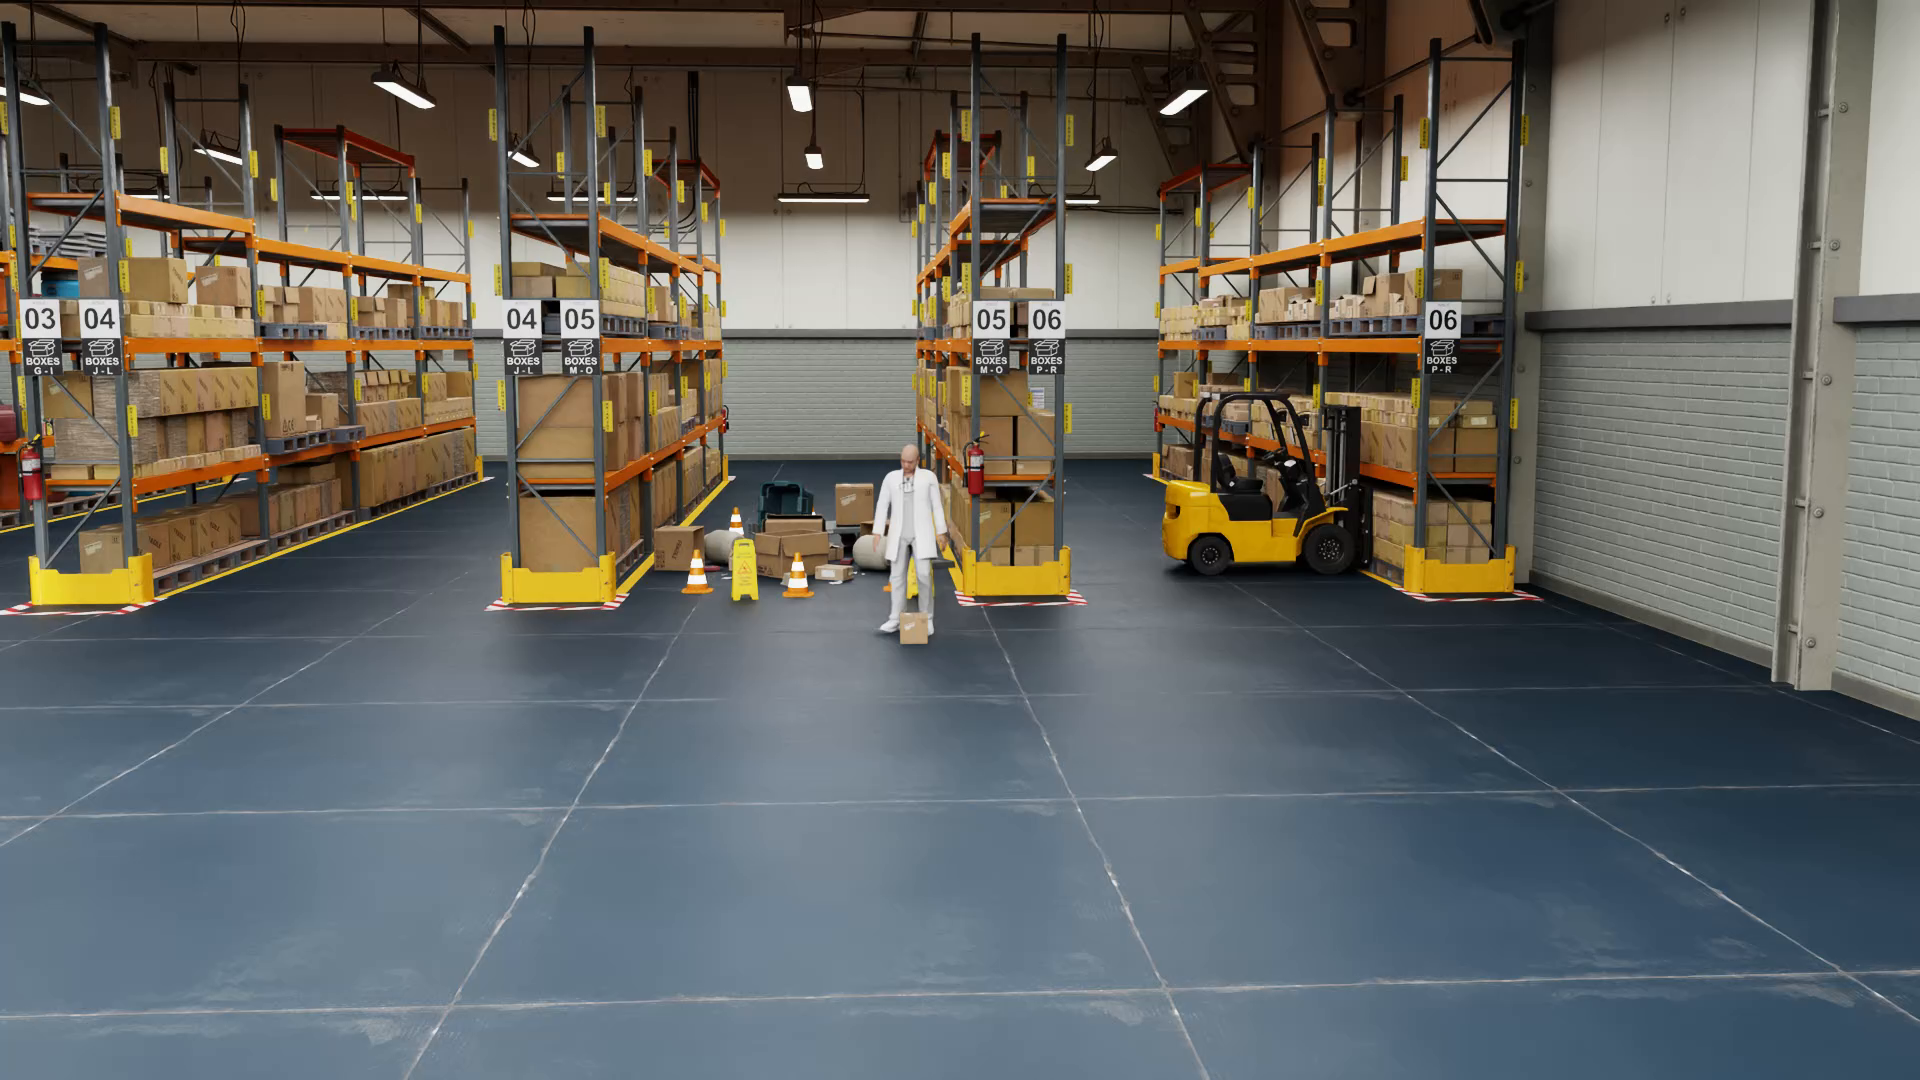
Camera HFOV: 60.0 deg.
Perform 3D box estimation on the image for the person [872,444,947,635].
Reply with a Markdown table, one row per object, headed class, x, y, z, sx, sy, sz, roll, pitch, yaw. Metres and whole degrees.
| class | x | y | z | sx | sy | sz | roll | pitch | yaw |
| --- | --- | --- | --- | --- | --- | --- | --- | --- | --- |
| person | -0.498 | -0.007 | 15.789 | 0.696 | 1.803 | 0.442 | 1 | 7 | 10 |
